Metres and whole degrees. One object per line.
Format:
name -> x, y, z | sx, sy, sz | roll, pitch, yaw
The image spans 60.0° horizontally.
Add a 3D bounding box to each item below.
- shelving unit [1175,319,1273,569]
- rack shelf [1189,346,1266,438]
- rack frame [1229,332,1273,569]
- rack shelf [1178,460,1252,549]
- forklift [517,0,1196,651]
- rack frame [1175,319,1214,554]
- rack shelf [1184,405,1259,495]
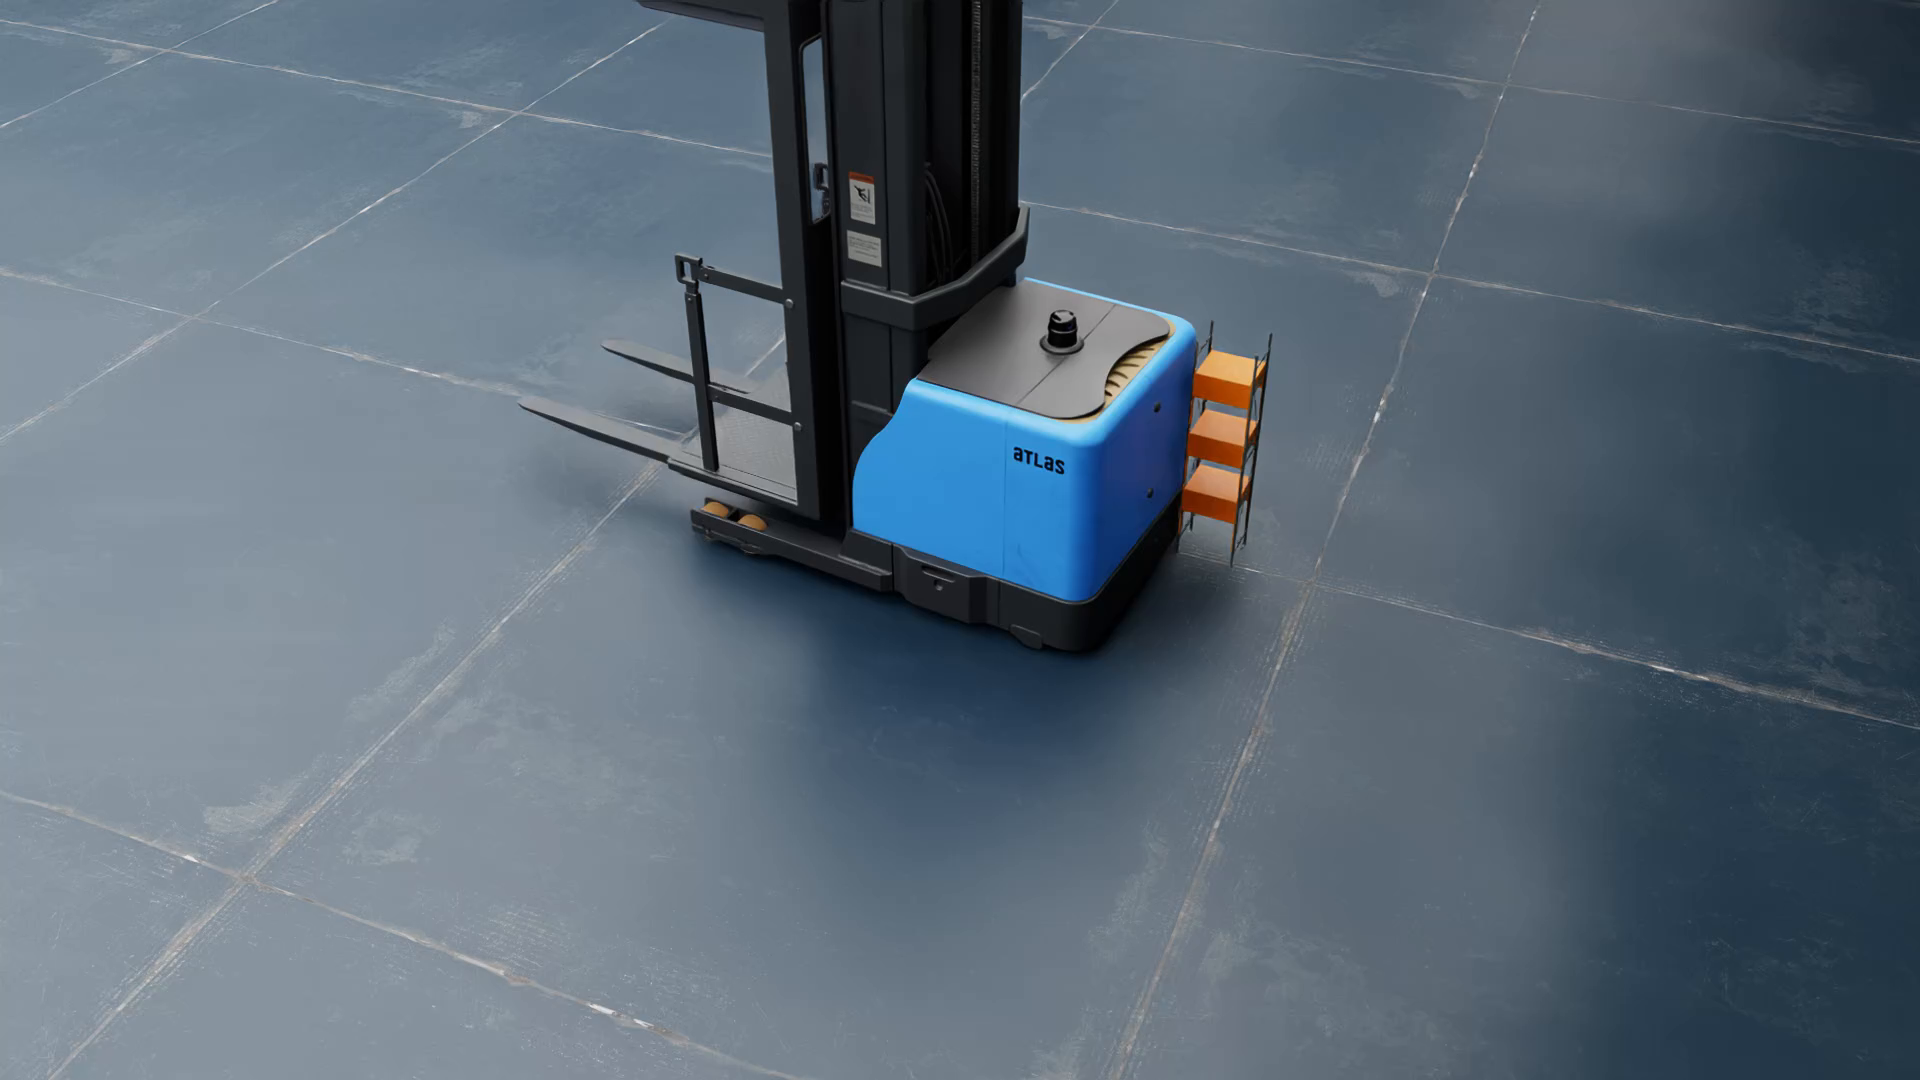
shelving unit -> 1.084, -0.381, 6.883 | 0.252, 1.050, 0.215 | 16, 40, 20
rack shelf -> 1.084, -0.600, 6.720 | 0.240, 0.259, 0.215 | 16, 40, 20
rack frame -> 1.194, -0.350, 6.841 | 0.008, 1.050, 0.200 | 16, 40, 20
rack shelf -> 1.084, -0.150, 7.056 | 0.240, 0.259, 0.215 | 16, 40, 20
forklift -> -0.581, -1.371, 6.636 | 3.031, 2.935, 1.130 | 18, 41, 23
rack frame -> 0.974, -0.413, 6.926 | 0.008, 1.050, 0.200 | 16, 40, 20
rack shelf -> 1.084, -0.373, 6.890 | 0.240, 0.259, 0.215 | 16, 40, 20
